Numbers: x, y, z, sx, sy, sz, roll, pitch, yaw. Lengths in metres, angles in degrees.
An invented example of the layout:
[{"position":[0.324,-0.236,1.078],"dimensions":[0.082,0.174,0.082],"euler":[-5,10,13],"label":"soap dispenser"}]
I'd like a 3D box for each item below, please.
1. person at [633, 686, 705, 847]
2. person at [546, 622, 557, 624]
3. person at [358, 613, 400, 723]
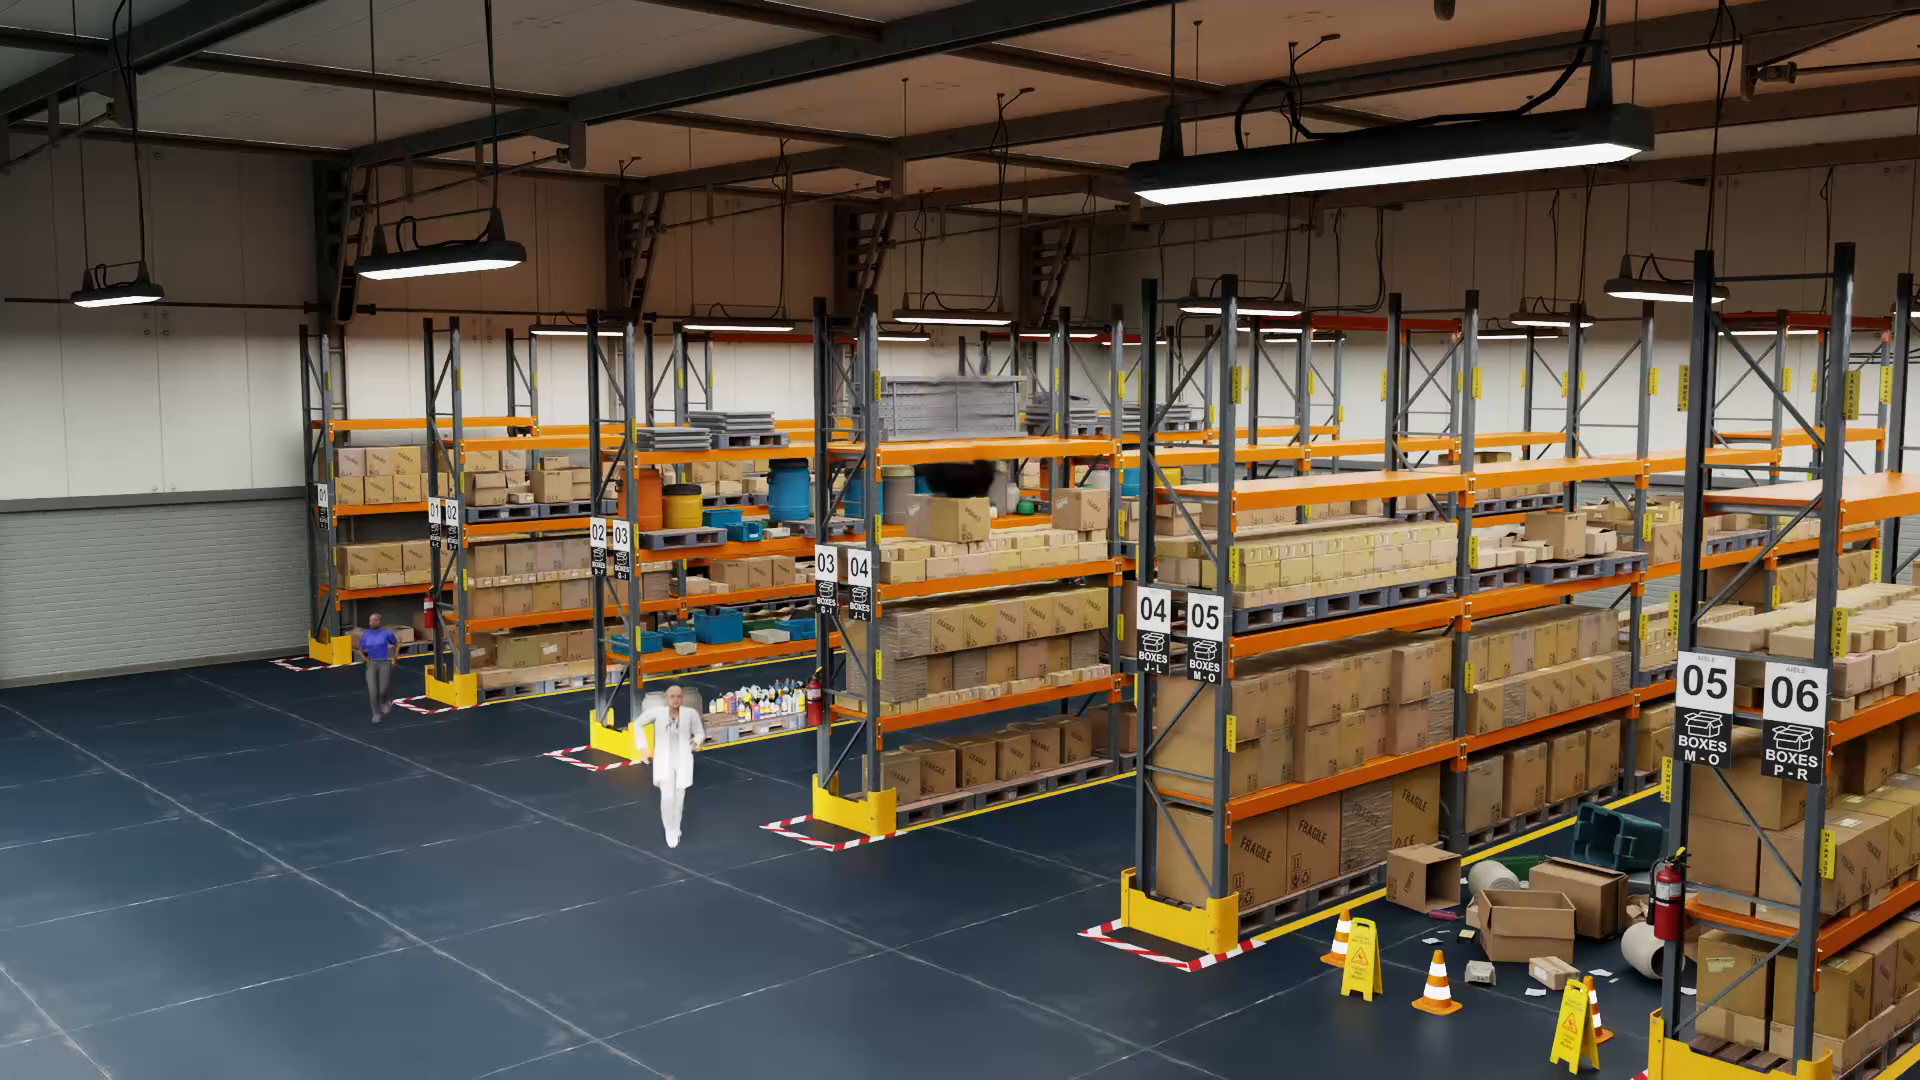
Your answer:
[{"position":[-3.153,2.468,18.136],"dimensions":[0.744,1.781,0.915],"euler":[-2,6,-18],"label":"person"},{"position":[-7.320,1.268,30.188],"dimensions":[0.661,1.730,0.585],"euler":[5,8,40],"label":"person"},{"position":[-8.585,1.894,24.540],"dimensions":[0.577,1.622,0.538],"euler":[-1,6,-12],"label":"person"}]
